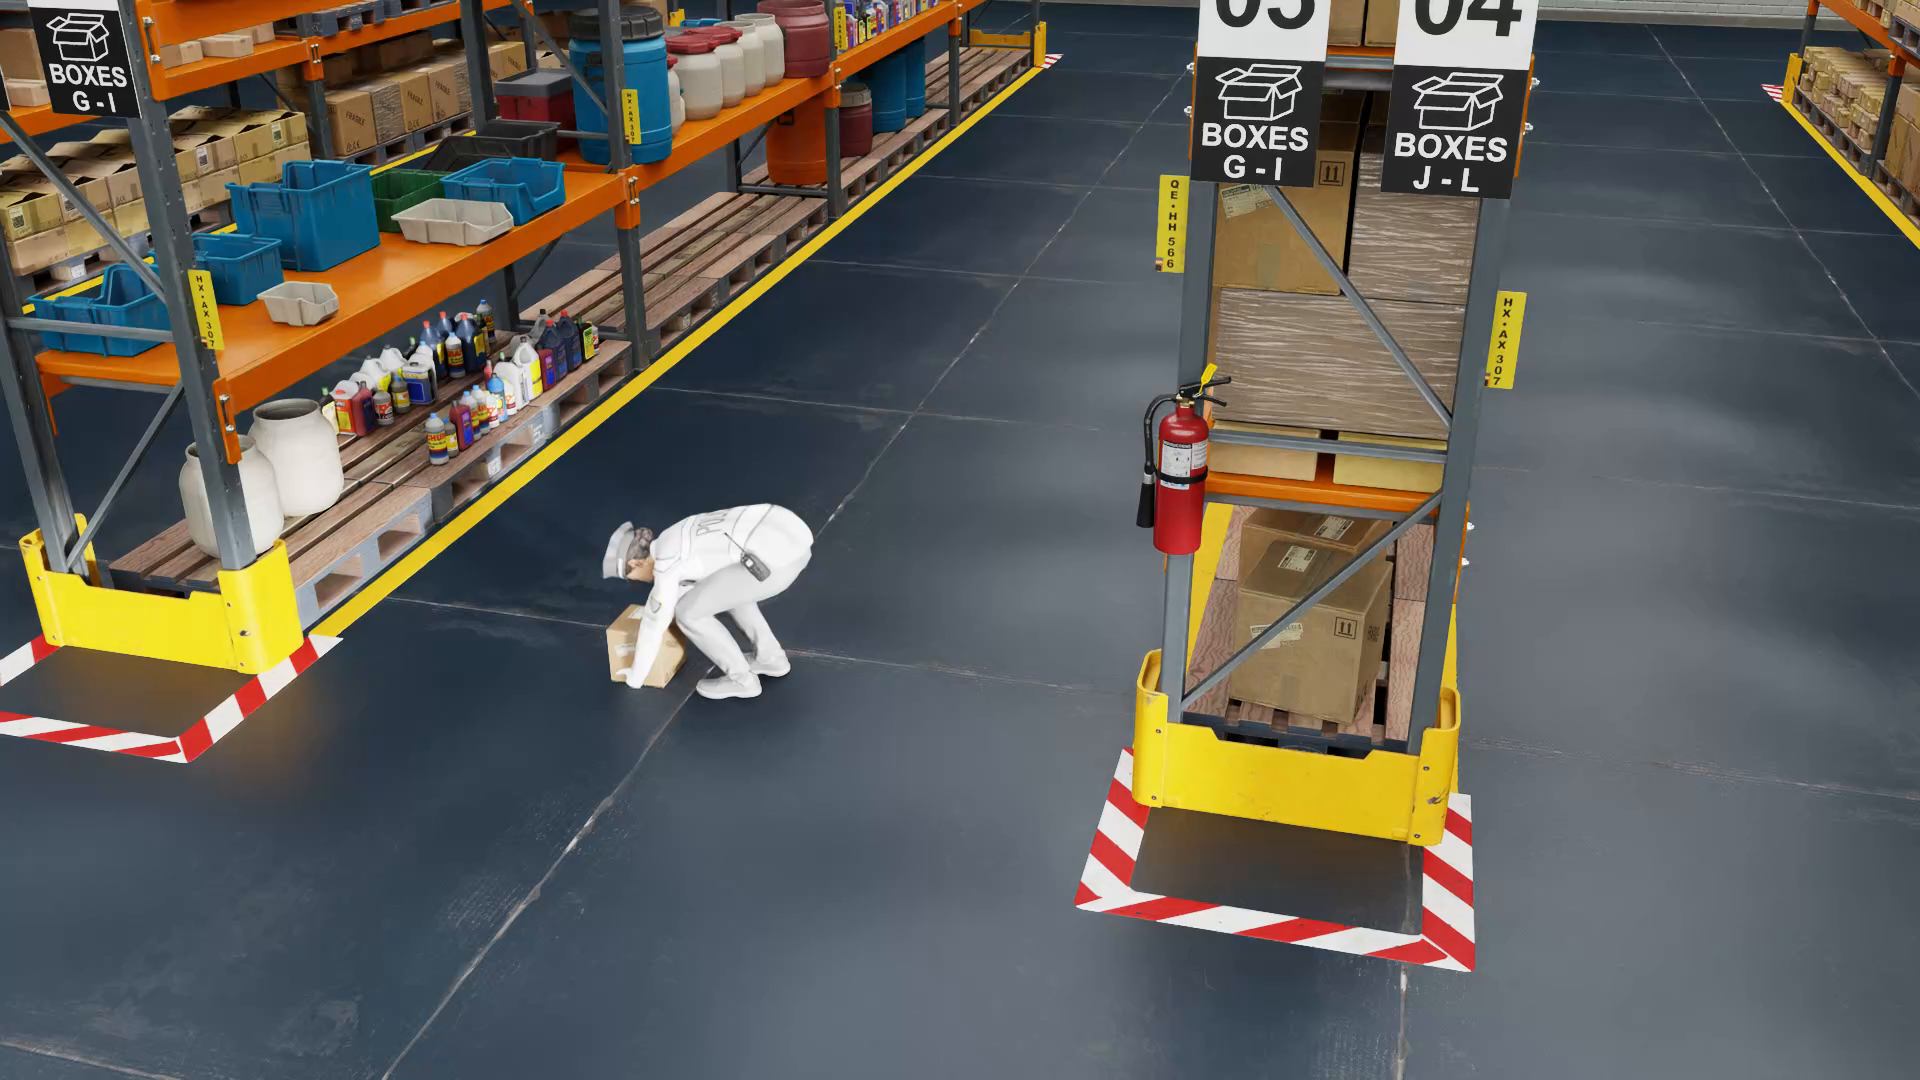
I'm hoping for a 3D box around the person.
[{"bbox_3d":[-1.066,0.248,7.089,0.893,0.834,0.455,5,26,11],"label":"person"}]
